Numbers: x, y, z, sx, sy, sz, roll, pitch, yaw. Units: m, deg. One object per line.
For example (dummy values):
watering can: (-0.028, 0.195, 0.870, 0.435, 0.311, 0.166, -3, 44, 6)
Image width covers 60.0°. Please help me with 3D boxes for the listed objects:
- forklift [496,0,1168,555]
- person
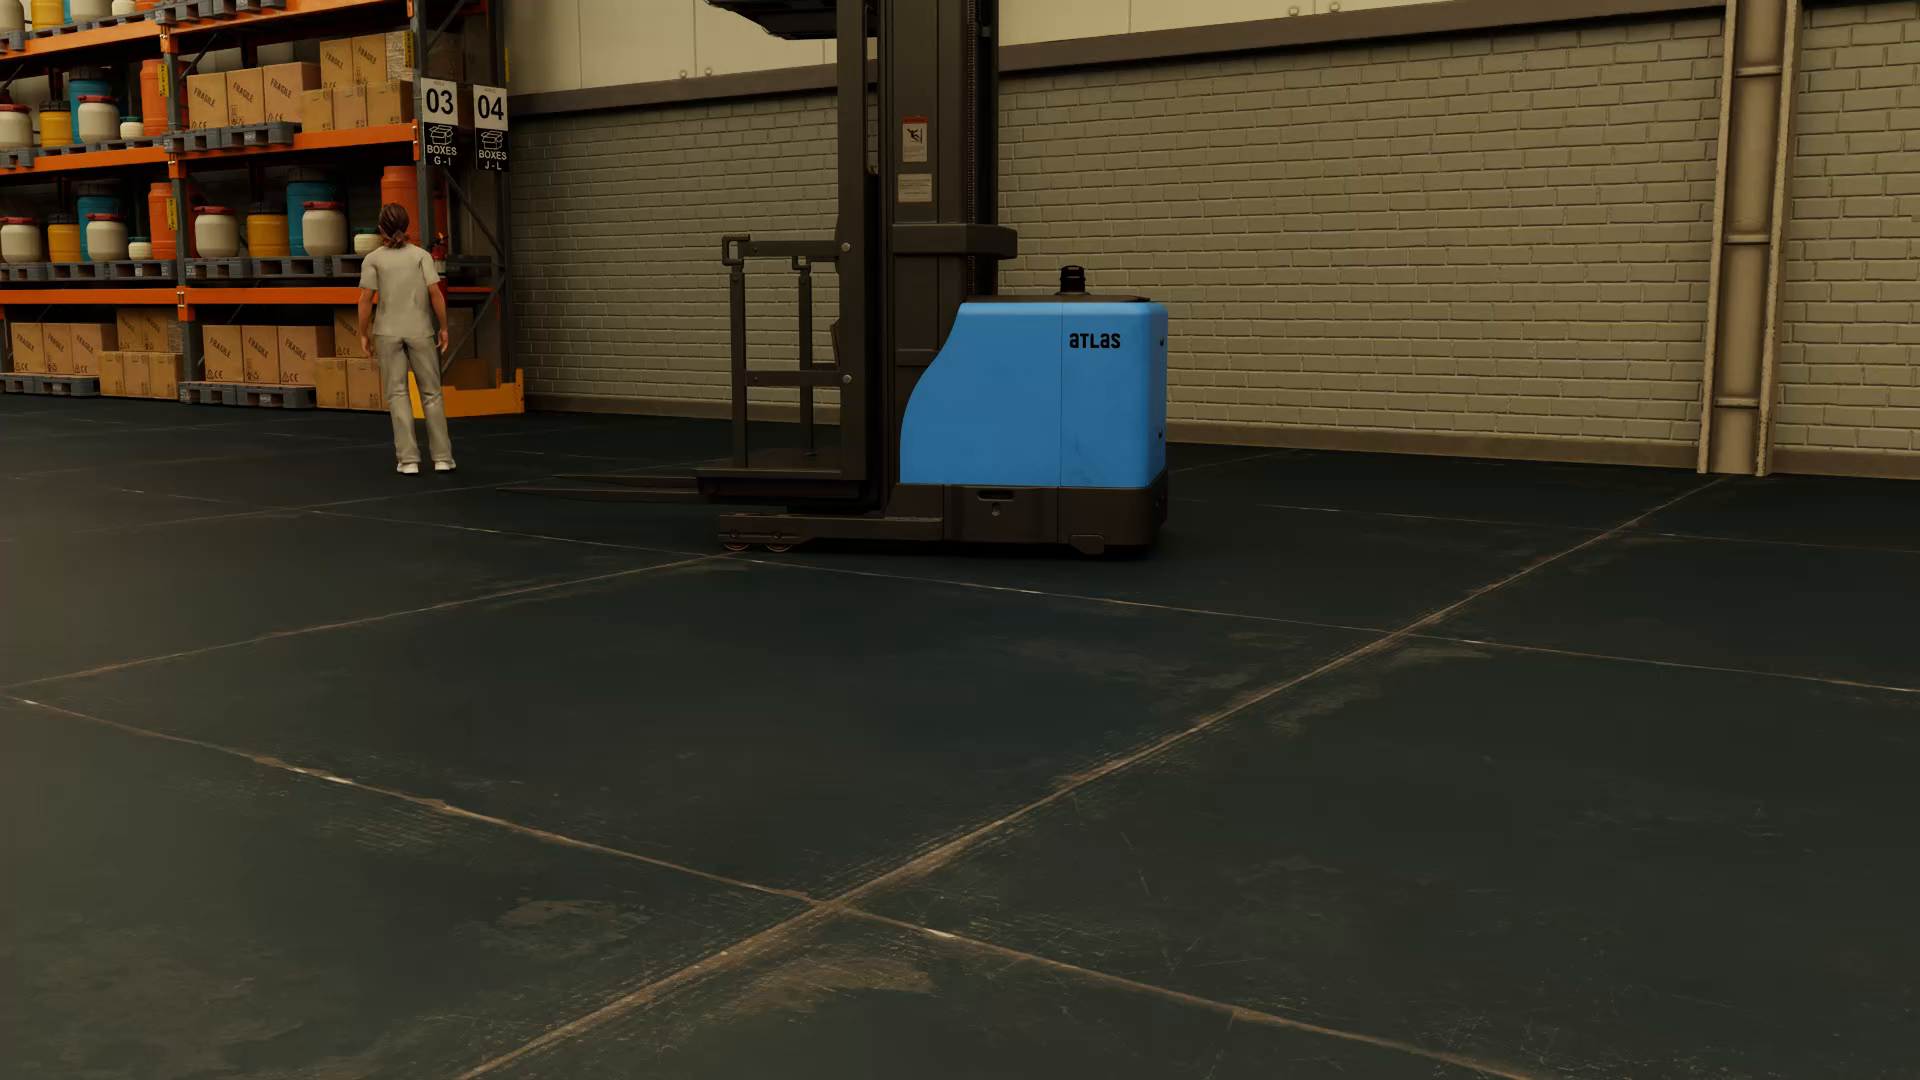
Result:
forklift: (-0.596, -1.469, 7.520, 3.031, 2.935, 1.130, 2, 8, 12)
person: (-3.480, -1.258, 10.445, 0.549, 1.675, 0.549, -3, 9, -19)
